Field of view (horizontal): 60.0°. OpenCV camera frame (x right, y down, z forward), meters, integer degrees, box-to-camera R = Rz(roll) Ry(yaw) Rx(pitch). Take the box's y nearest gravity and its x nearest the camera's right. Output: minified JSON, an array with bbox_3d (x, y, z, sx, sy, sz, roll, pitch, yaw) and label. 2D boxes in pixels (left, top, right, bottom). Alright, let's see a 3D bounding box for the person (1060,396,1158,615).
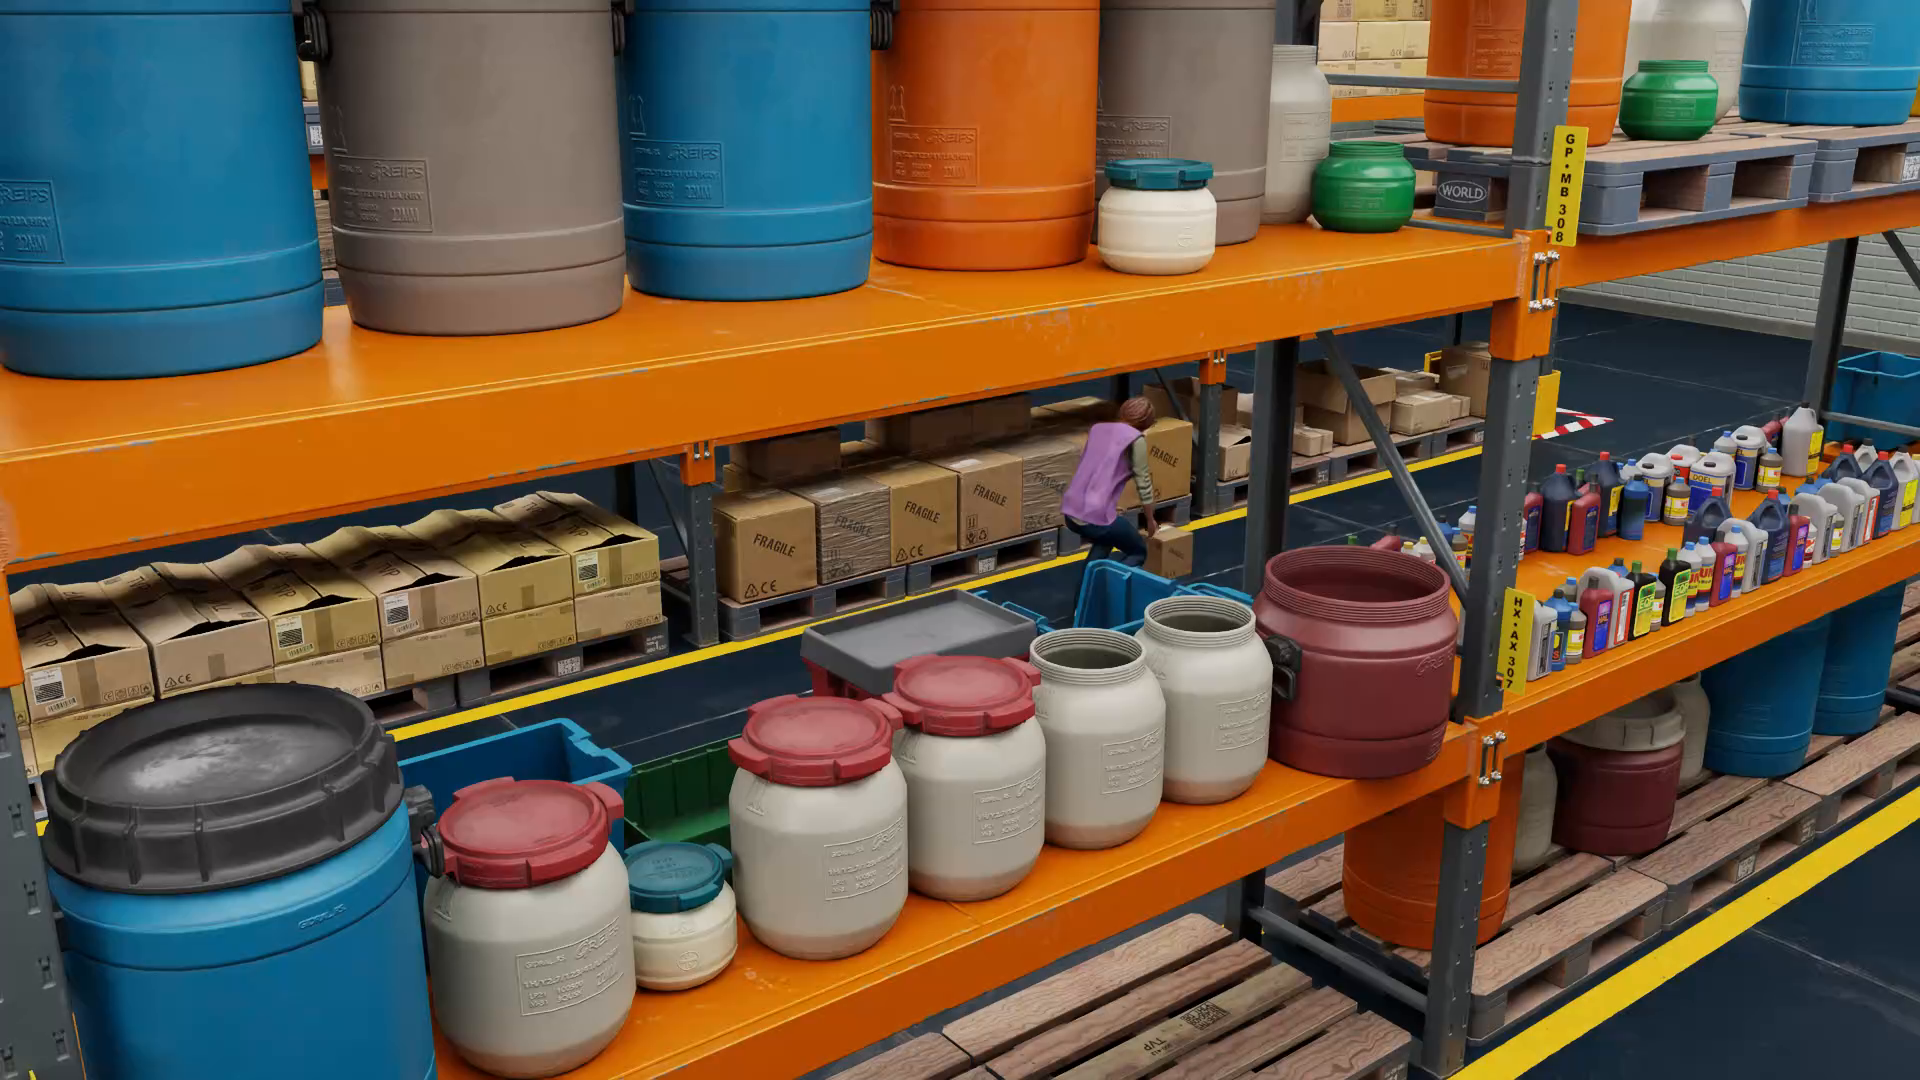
[{"bbox_3d":[0.849,-0.153,9.560,0.655,1.284,0.463,-14,22,-36],"label":"person"}]
